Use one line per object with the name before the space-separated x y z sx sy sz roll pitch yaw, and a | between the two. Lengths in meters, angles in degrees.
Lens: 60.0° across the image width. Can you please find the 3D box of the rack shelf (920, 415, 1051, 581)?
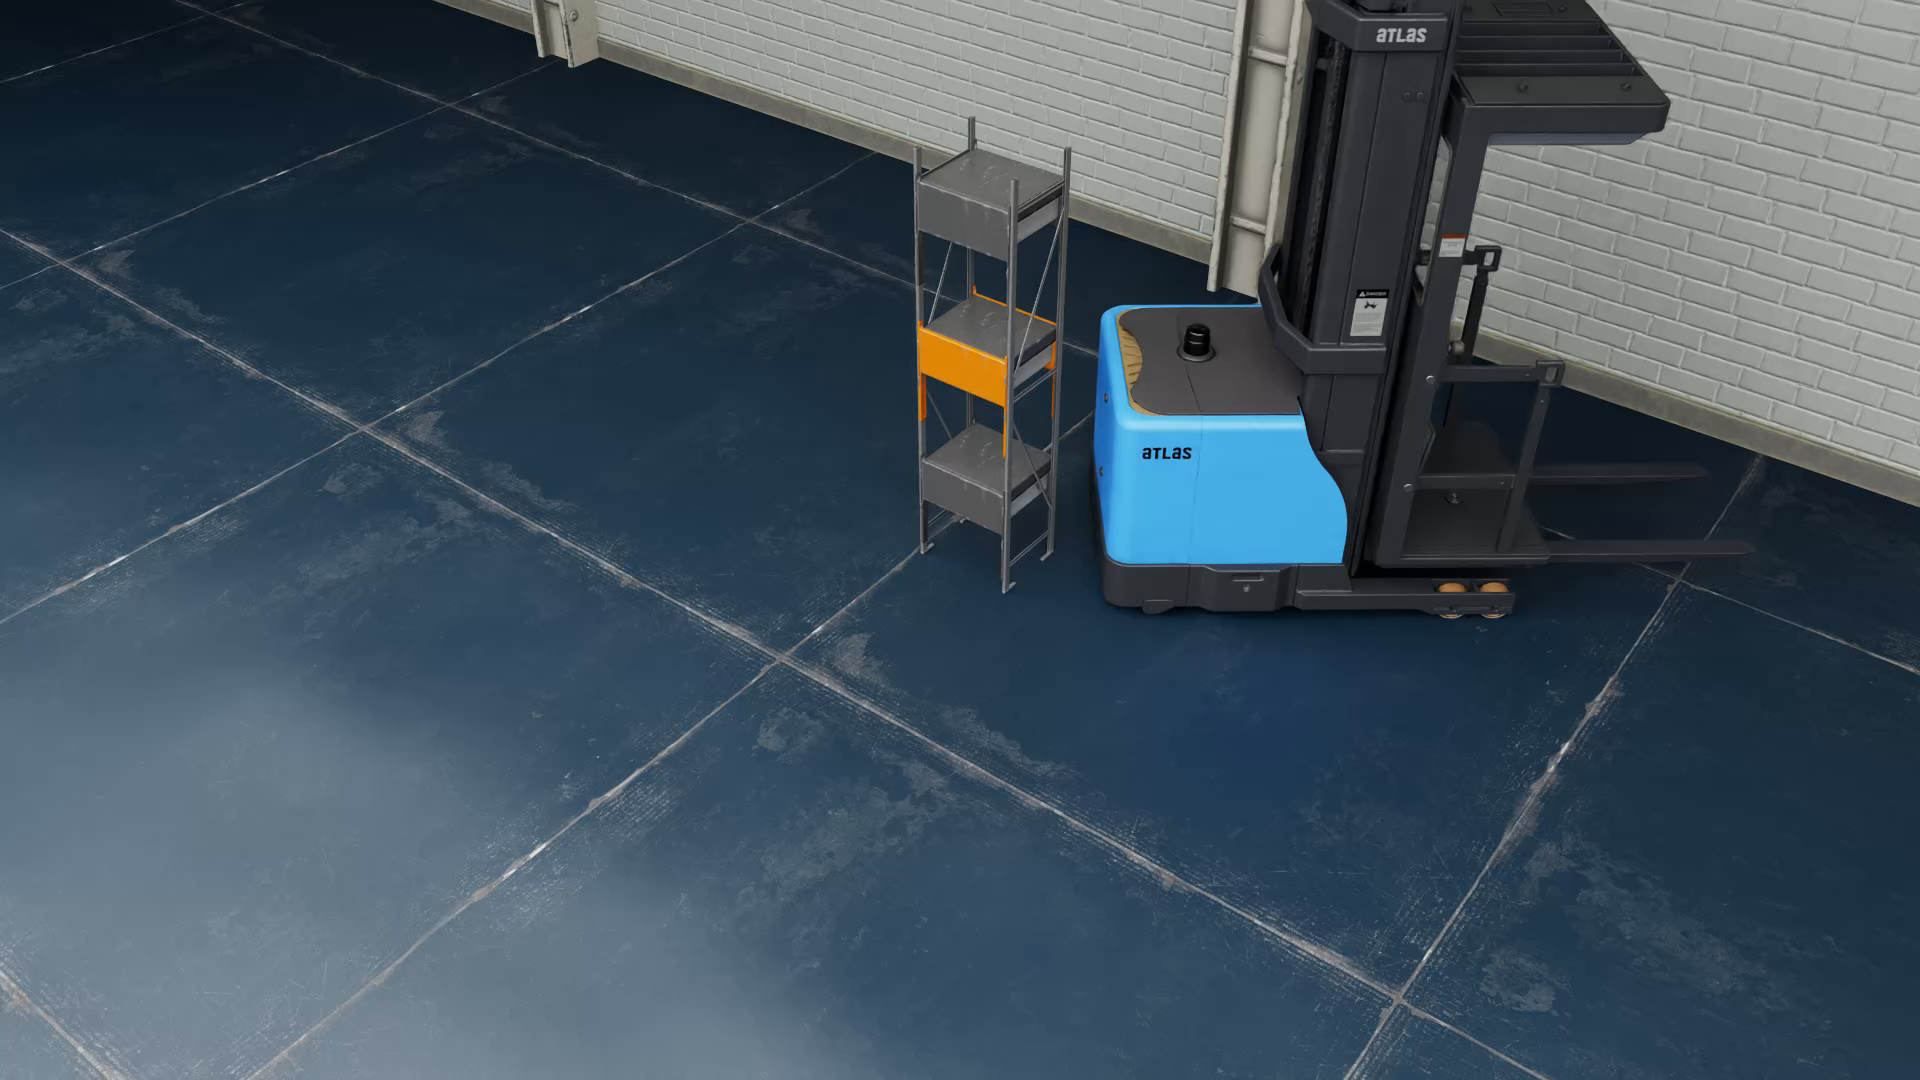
rack shelf | 0.131 -0.203 7.824 0.480 0.518 0.431 25 45 29

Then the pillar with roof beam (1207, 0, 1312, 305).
pillar with roof beam | -0.877 -2.951 4.580 0.400 9.000 9.100 25 45 29

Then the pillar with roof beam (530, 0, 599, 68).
pillar with roof beam | -5.643 -5.198 7.450 0.400 9.000 9.100 25 45 29

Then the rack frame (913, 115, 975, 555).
rack frame | -0.062 -0.856 7.501 0.015 2.100 0.400 25 45 29

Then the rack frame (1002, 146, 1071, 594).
rack frame | 0.325 -0.673 7.268 0.015 2.100 0.400 25 45 29

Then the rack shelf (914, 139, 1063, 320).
rack shelf | 0.131 -1.305 6.961 0.480 0.518 0.431 25 45 29

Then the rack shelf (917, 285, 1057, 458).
rack shelf | 0.131 -0.754 7.393 0.480 0.518 0.431 25 45 29

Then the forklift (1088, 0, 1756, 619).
forklift | 2.164 -1.122 7.167 3.031 2.935 1.130 0 38 0

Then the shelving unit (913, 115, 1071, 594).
shelving unit | 0.131 -0.765 7.384 0.503 2.100 0.431 25 45 29
